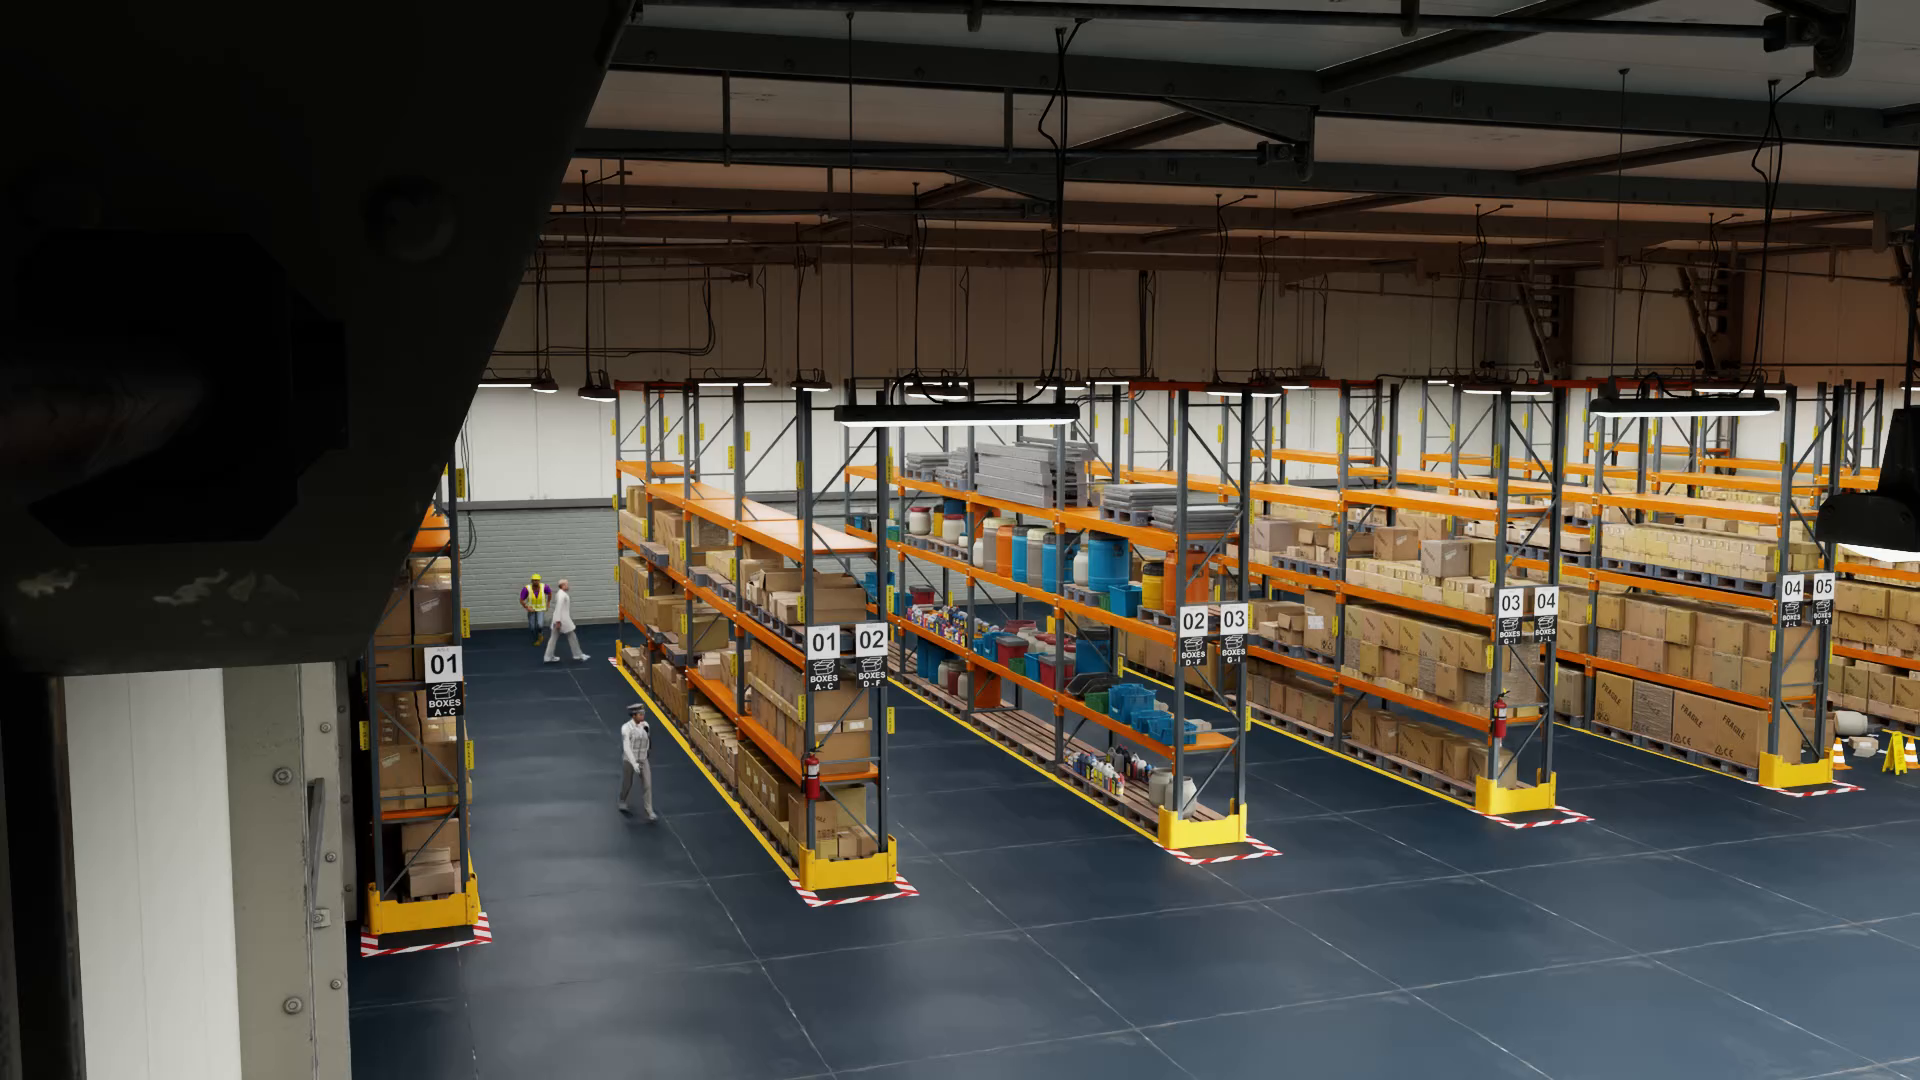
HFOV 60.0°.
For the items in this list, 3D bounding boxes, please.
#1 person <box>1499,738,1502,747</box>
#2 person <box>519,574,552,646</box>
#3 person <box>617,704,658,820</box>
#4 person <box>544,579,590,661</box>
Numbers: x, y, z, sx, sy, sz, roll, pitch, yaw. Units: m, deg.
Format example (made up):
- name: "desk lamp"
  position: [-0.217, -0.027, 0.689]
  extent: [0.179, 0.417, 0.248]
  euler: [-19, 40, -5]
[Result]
- name: "person"
  position: [8.639, 2.658, 26.935]
  extent: [0.486, 1.638, 0.485]
  euler: [-1, 6, -6]
- name: "person"
  position: [-9.505, 1.566, 37.274]
  extent: [0.686, 1.664, 0.696]
  euler: [-1, 6, -10]
- name: "person"
  position: [-4.493, 3.070, 23.254]
  extent: [0.466, 1.582, 1.067]
  euler: [-4, 7, -35]
- name: "person"
  position: [-8.445, 1.701, 35.454]
  extent: [0.995, 1.732, 0.560]
  euler: [-6, 8, -44]
